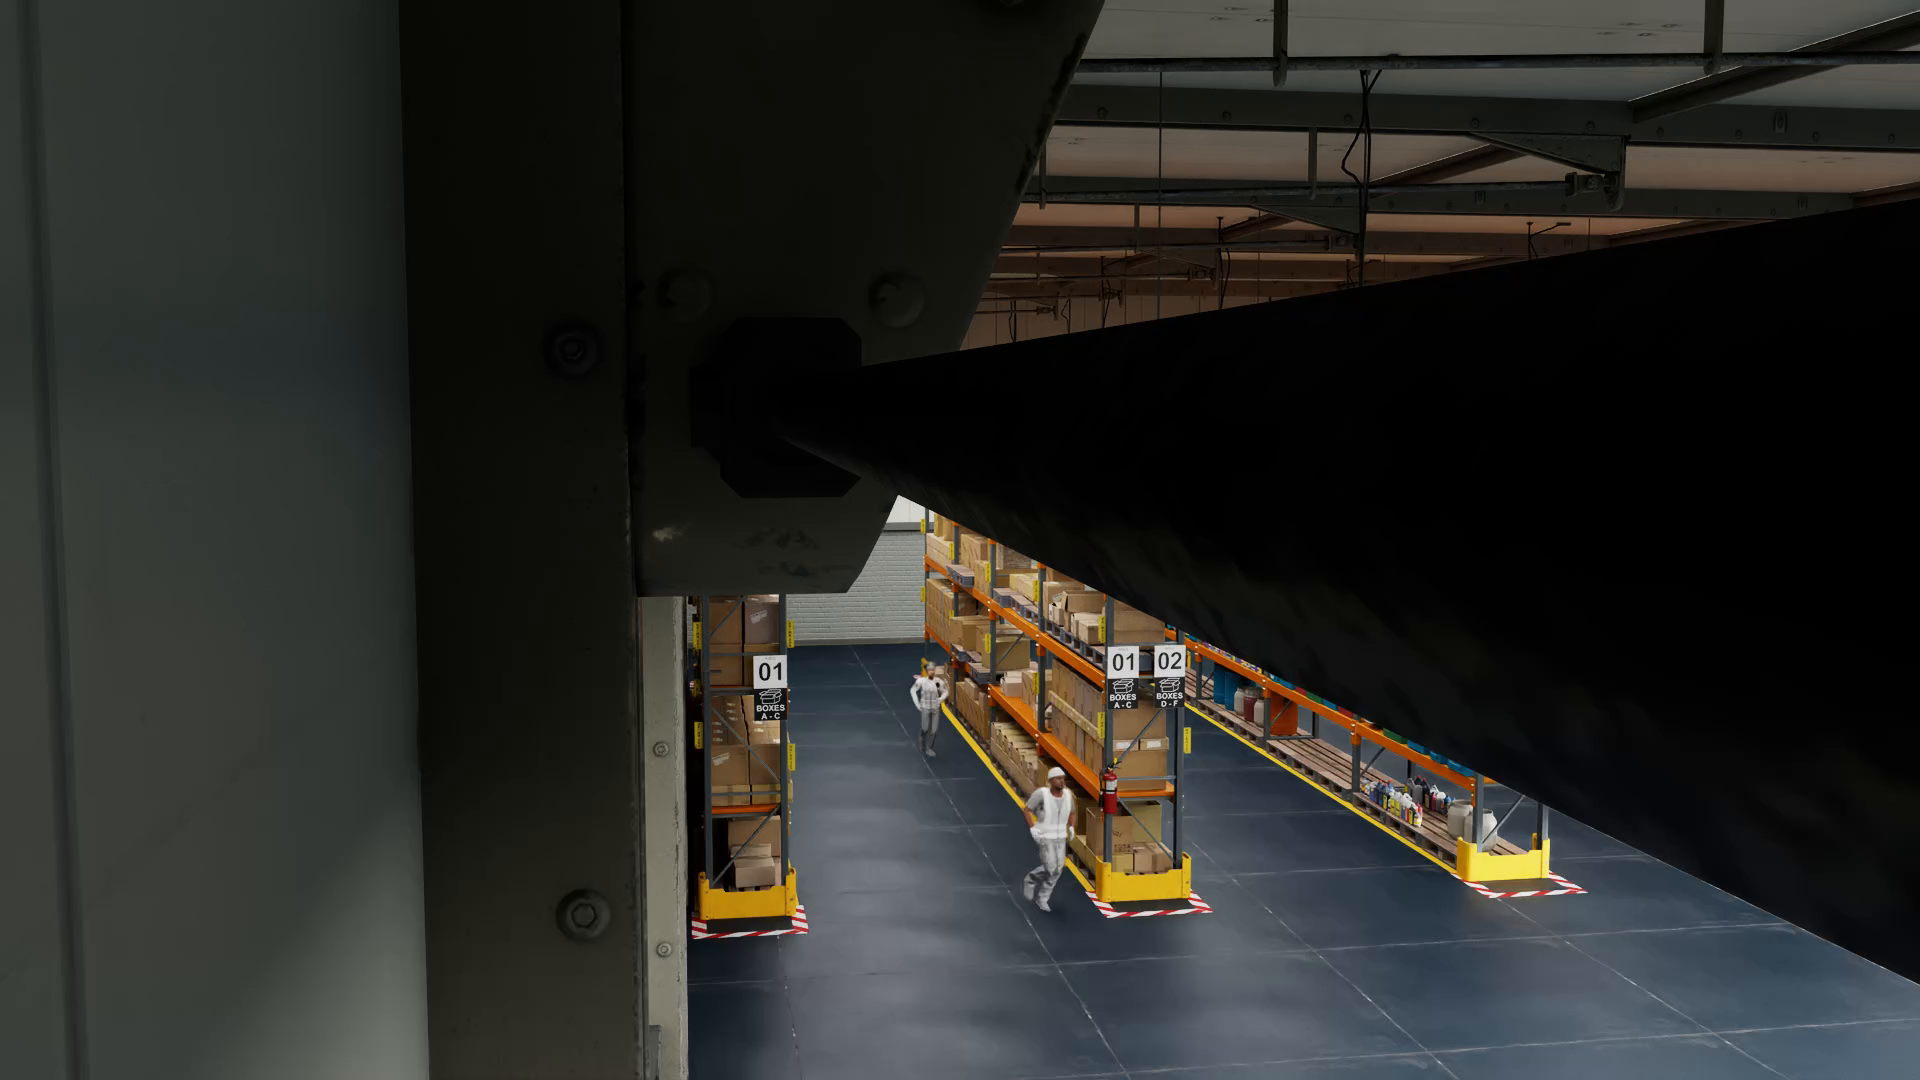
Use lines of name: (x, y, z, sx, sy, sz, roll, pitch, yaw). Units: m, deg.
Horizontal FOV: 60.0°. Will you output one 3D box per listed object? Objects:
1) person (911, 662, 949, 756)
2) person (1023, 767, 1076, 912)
person: (-0.512, 2.948, 28.982, 0.662, 1.669, 0.509, -1, 5, -8)
person: (1.153, 3.674, 20.533, 0.679, 1.752, 0.564, -3, 6, -31)
